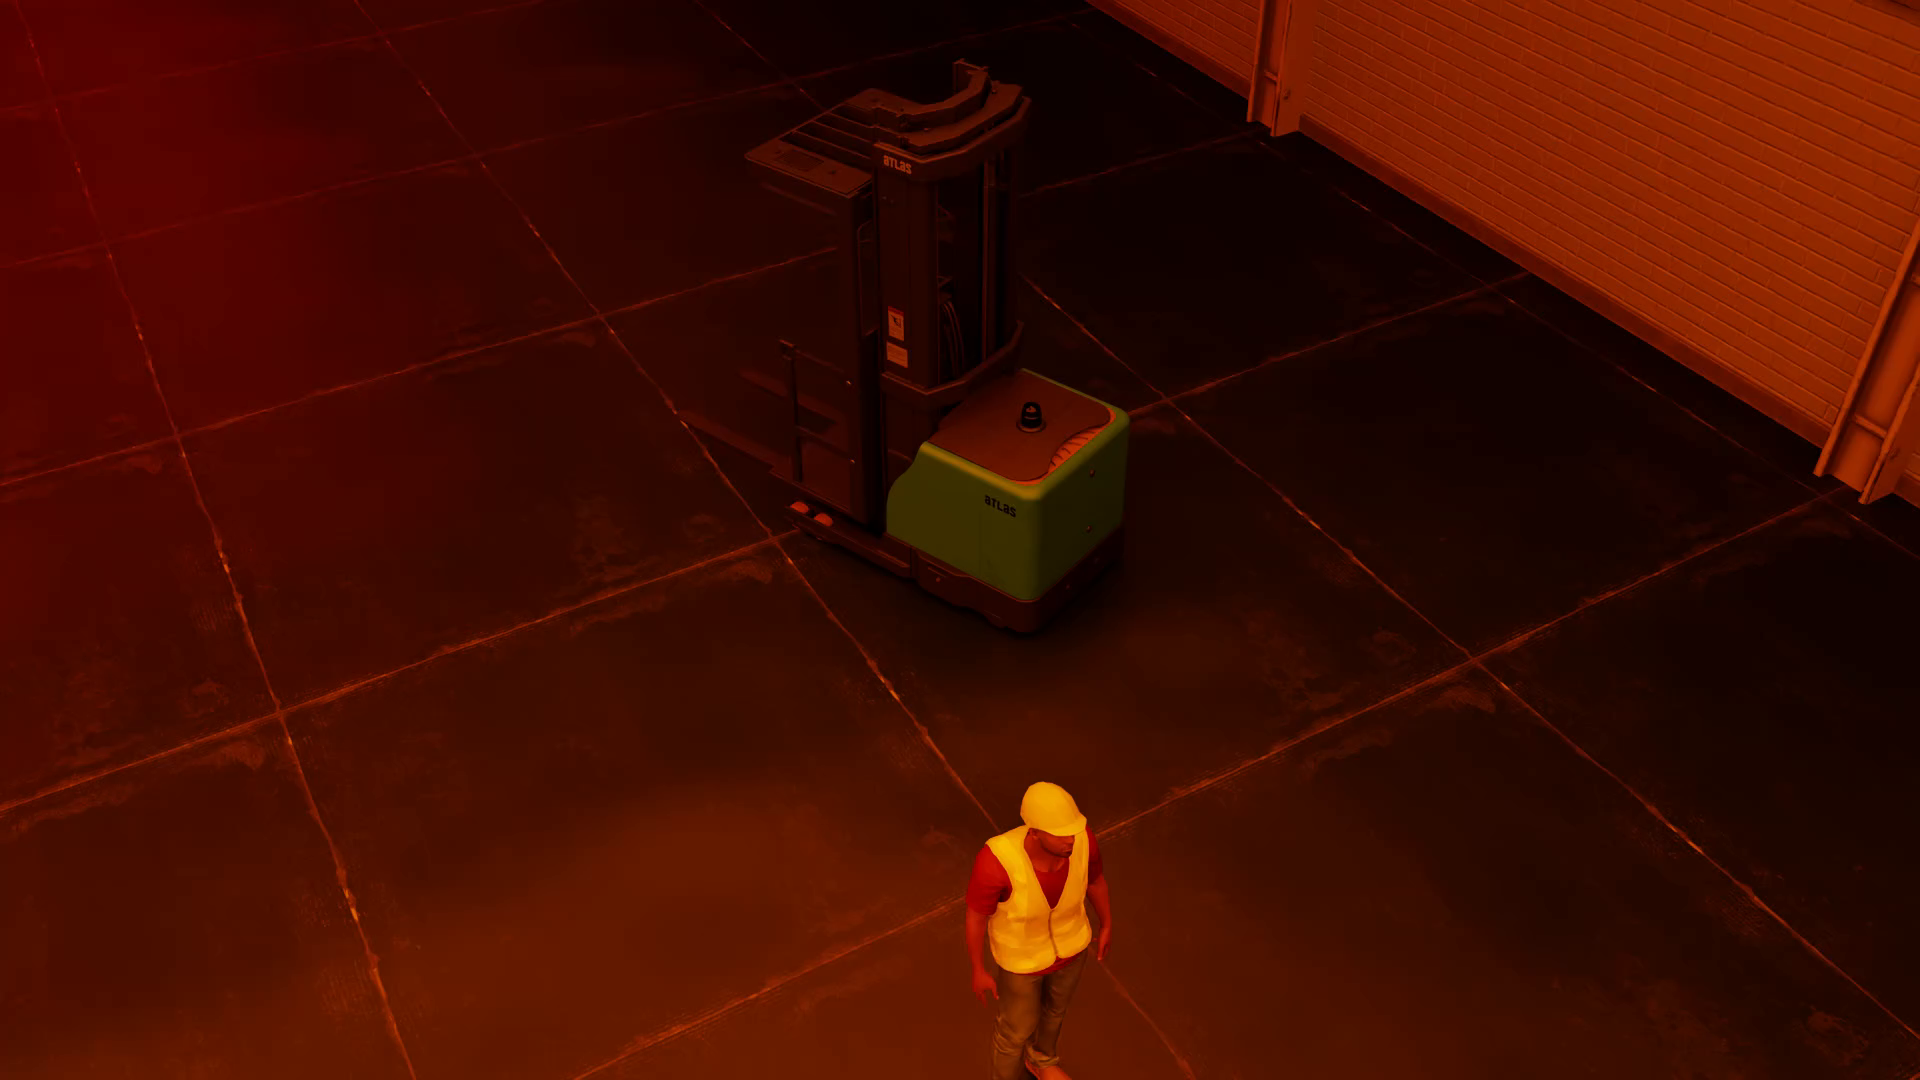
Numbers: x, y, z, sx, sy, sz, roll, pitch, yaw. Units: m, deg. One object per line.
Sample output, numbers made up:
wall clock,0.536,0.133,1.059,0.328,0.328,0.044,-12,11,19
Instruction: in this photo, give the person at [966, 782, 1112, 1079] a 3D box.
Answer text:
person,0.365,1.729,6.853,0.665,1.767,0.576,-18,43,-21

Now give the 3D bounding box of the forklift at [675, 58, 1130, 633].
forklift,-0.481,-1.366,9.683,3.031,2.935,1.130,26,46,28
